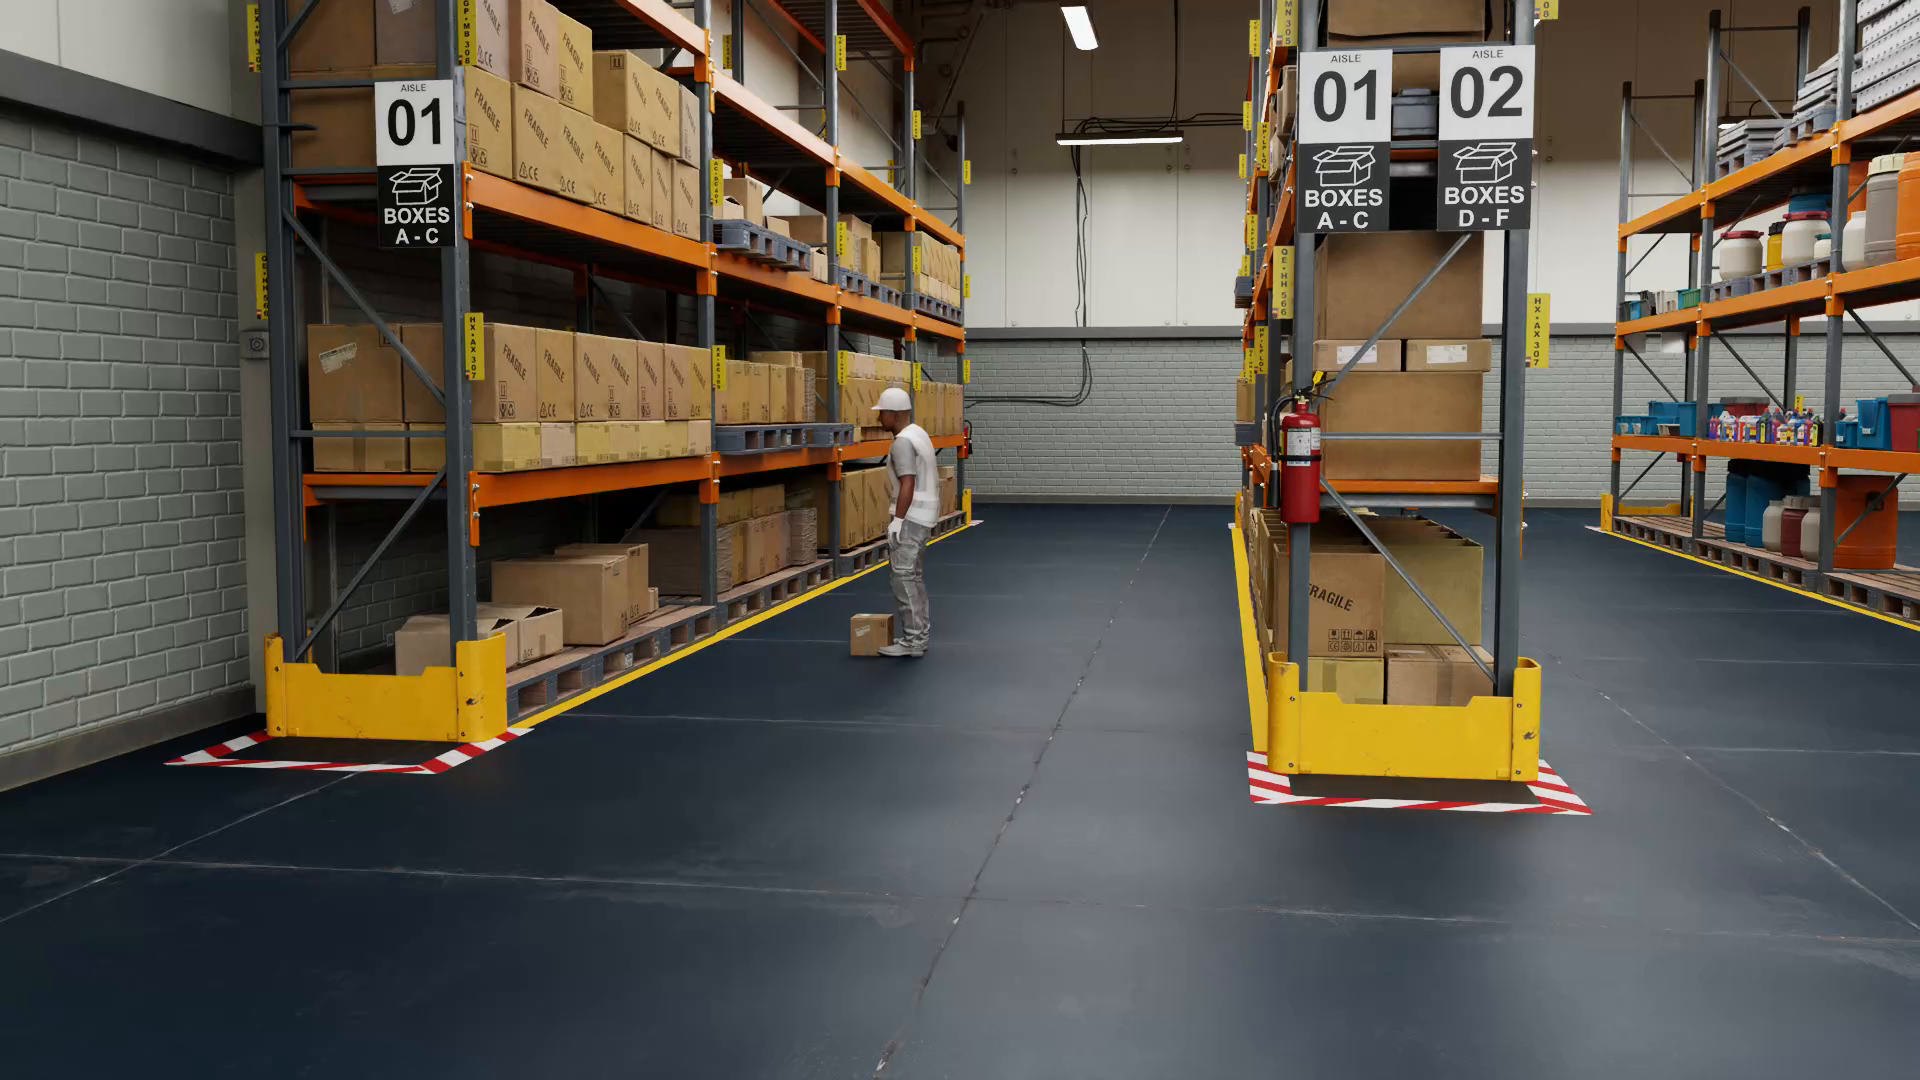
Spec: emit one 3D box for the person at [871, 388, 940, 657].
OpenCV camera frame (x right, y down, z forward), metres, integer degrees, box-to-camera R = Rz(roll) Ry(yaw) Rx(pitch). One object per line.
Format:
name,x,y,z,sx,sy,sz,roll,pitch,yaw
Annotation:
person,-0.364,-0.122,11.088,0.453,1.774,0.620,1,4,8
